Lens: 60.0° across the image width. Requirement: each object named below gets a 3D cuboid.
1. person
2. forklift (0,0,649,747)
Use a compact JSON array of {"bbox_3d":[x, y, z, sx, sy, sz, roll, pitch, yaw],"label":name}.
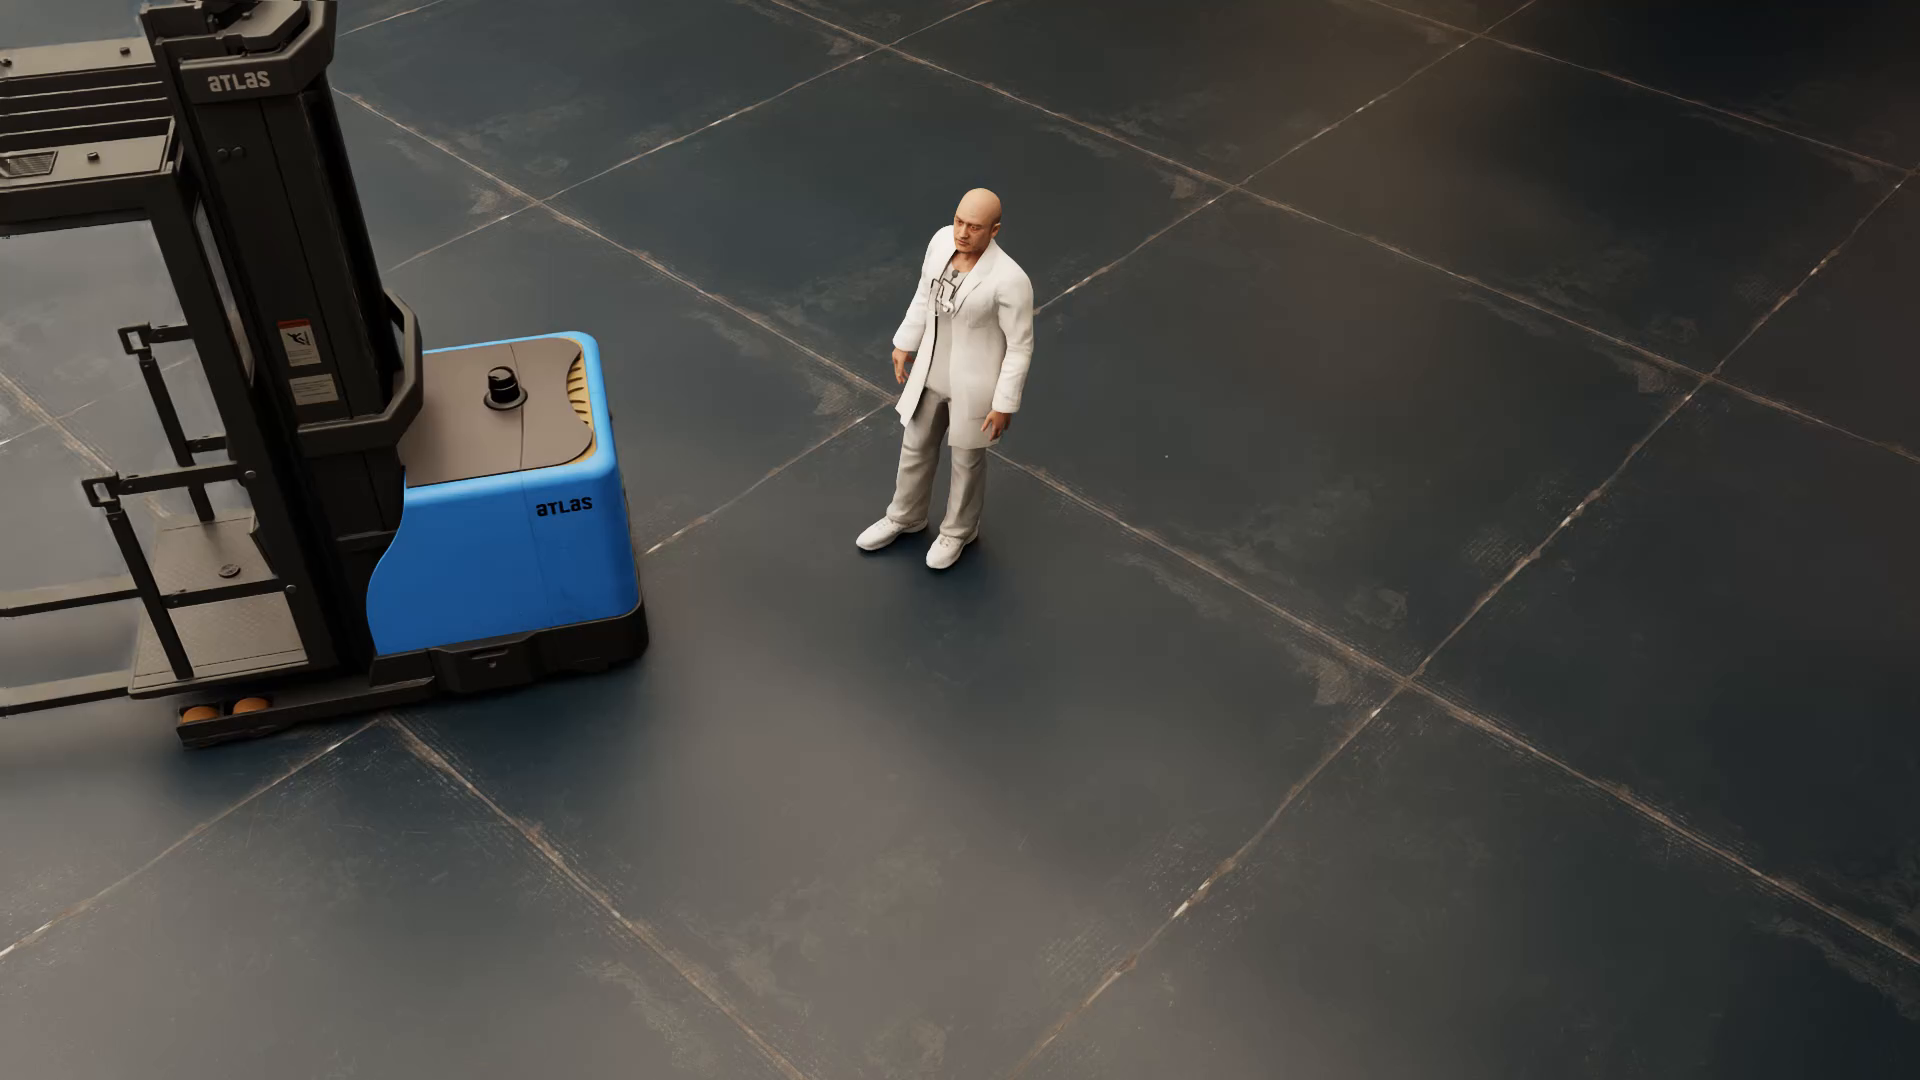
[{"bbox_3d":[-0.070,-0.640,7.049,0.684,1.775,0.576,31,49,31],"label":"person"},{"bbox_3d":[-2.895,-0.662,6.200,3.031,2.935,1.130,-9,42,-11],"label":"forklift"}]
